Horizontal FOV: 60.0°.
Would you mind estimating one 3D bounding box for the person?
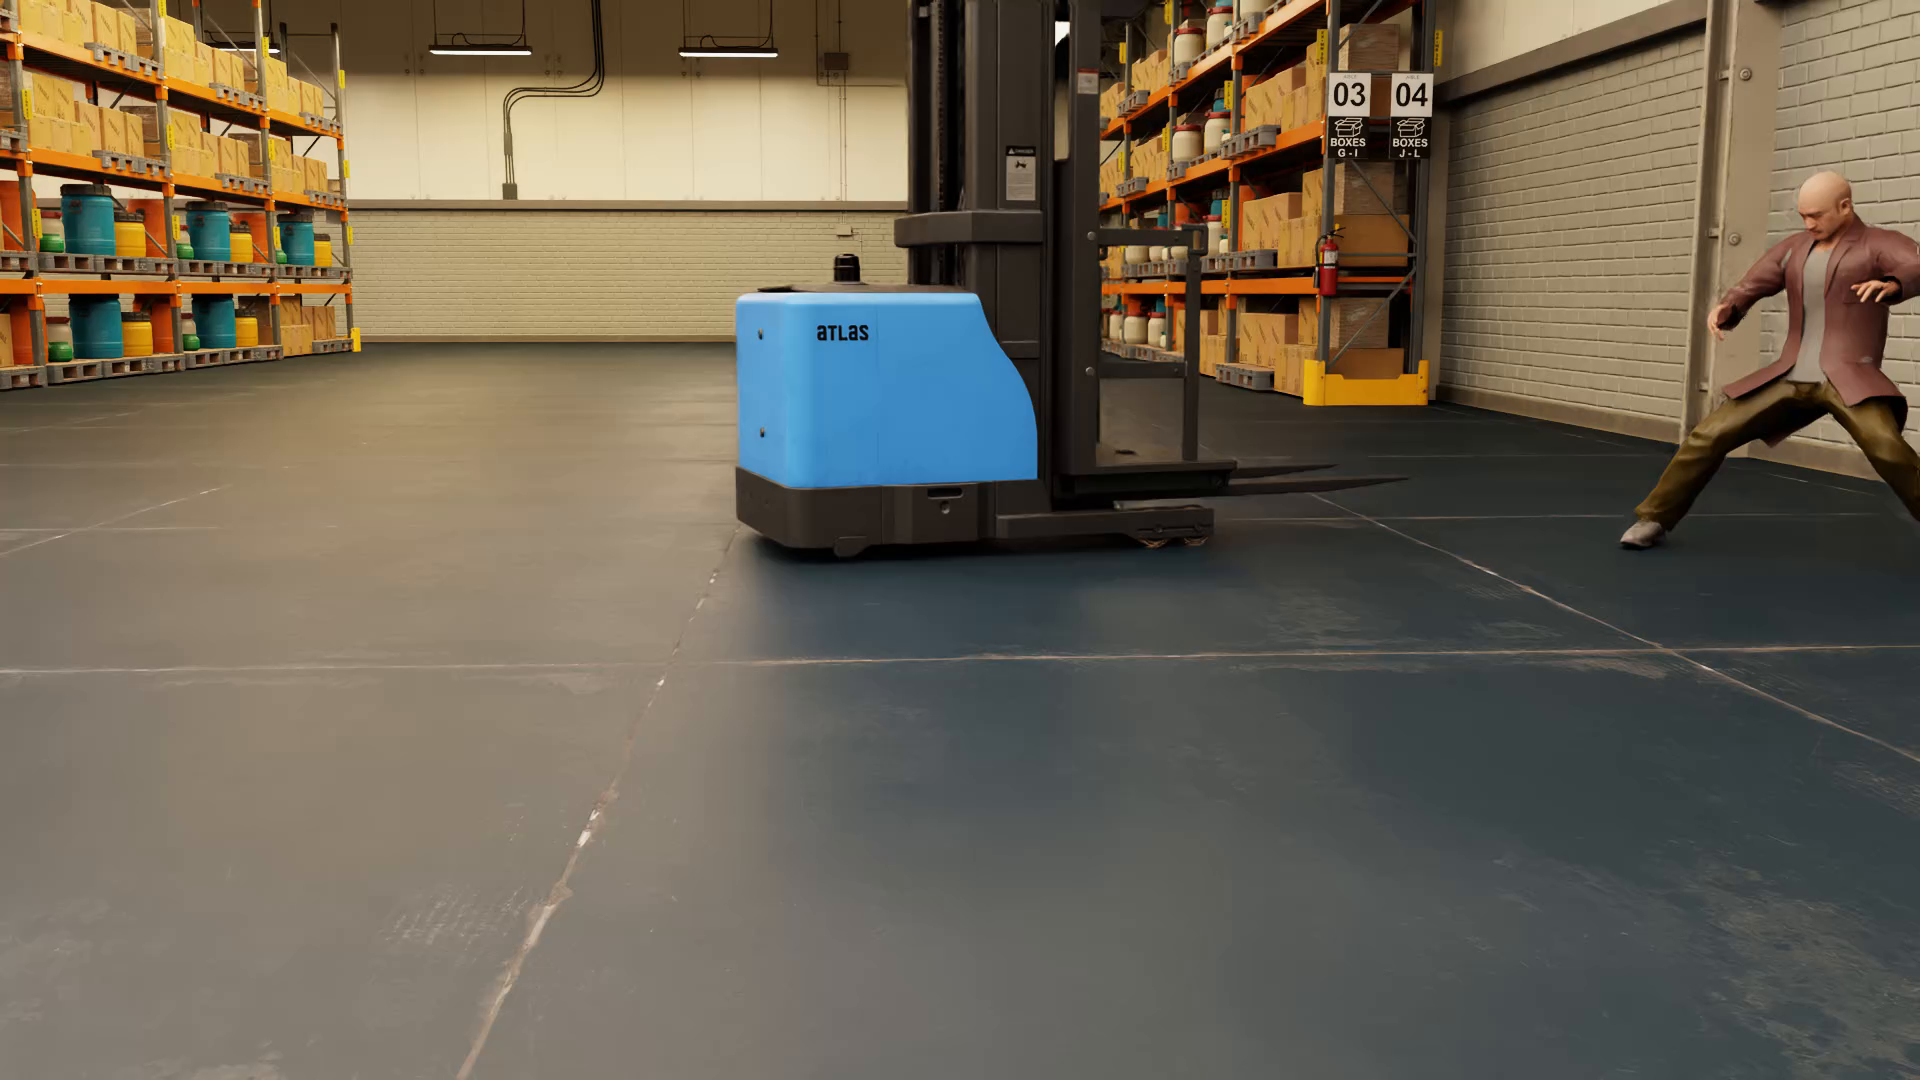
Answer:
[{"bbox_3d":[3.386,-0.681,6.606,0.782,1.551,1.363,-4,9,-26],"label":"person"}]

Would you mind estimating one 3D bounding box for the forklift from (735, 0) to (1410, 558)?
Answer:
[{"bbox_3d":[0.568,-1.489,7.359,3.031,2.935,1.130,-3,9,-20],"label":"forklift"}]
